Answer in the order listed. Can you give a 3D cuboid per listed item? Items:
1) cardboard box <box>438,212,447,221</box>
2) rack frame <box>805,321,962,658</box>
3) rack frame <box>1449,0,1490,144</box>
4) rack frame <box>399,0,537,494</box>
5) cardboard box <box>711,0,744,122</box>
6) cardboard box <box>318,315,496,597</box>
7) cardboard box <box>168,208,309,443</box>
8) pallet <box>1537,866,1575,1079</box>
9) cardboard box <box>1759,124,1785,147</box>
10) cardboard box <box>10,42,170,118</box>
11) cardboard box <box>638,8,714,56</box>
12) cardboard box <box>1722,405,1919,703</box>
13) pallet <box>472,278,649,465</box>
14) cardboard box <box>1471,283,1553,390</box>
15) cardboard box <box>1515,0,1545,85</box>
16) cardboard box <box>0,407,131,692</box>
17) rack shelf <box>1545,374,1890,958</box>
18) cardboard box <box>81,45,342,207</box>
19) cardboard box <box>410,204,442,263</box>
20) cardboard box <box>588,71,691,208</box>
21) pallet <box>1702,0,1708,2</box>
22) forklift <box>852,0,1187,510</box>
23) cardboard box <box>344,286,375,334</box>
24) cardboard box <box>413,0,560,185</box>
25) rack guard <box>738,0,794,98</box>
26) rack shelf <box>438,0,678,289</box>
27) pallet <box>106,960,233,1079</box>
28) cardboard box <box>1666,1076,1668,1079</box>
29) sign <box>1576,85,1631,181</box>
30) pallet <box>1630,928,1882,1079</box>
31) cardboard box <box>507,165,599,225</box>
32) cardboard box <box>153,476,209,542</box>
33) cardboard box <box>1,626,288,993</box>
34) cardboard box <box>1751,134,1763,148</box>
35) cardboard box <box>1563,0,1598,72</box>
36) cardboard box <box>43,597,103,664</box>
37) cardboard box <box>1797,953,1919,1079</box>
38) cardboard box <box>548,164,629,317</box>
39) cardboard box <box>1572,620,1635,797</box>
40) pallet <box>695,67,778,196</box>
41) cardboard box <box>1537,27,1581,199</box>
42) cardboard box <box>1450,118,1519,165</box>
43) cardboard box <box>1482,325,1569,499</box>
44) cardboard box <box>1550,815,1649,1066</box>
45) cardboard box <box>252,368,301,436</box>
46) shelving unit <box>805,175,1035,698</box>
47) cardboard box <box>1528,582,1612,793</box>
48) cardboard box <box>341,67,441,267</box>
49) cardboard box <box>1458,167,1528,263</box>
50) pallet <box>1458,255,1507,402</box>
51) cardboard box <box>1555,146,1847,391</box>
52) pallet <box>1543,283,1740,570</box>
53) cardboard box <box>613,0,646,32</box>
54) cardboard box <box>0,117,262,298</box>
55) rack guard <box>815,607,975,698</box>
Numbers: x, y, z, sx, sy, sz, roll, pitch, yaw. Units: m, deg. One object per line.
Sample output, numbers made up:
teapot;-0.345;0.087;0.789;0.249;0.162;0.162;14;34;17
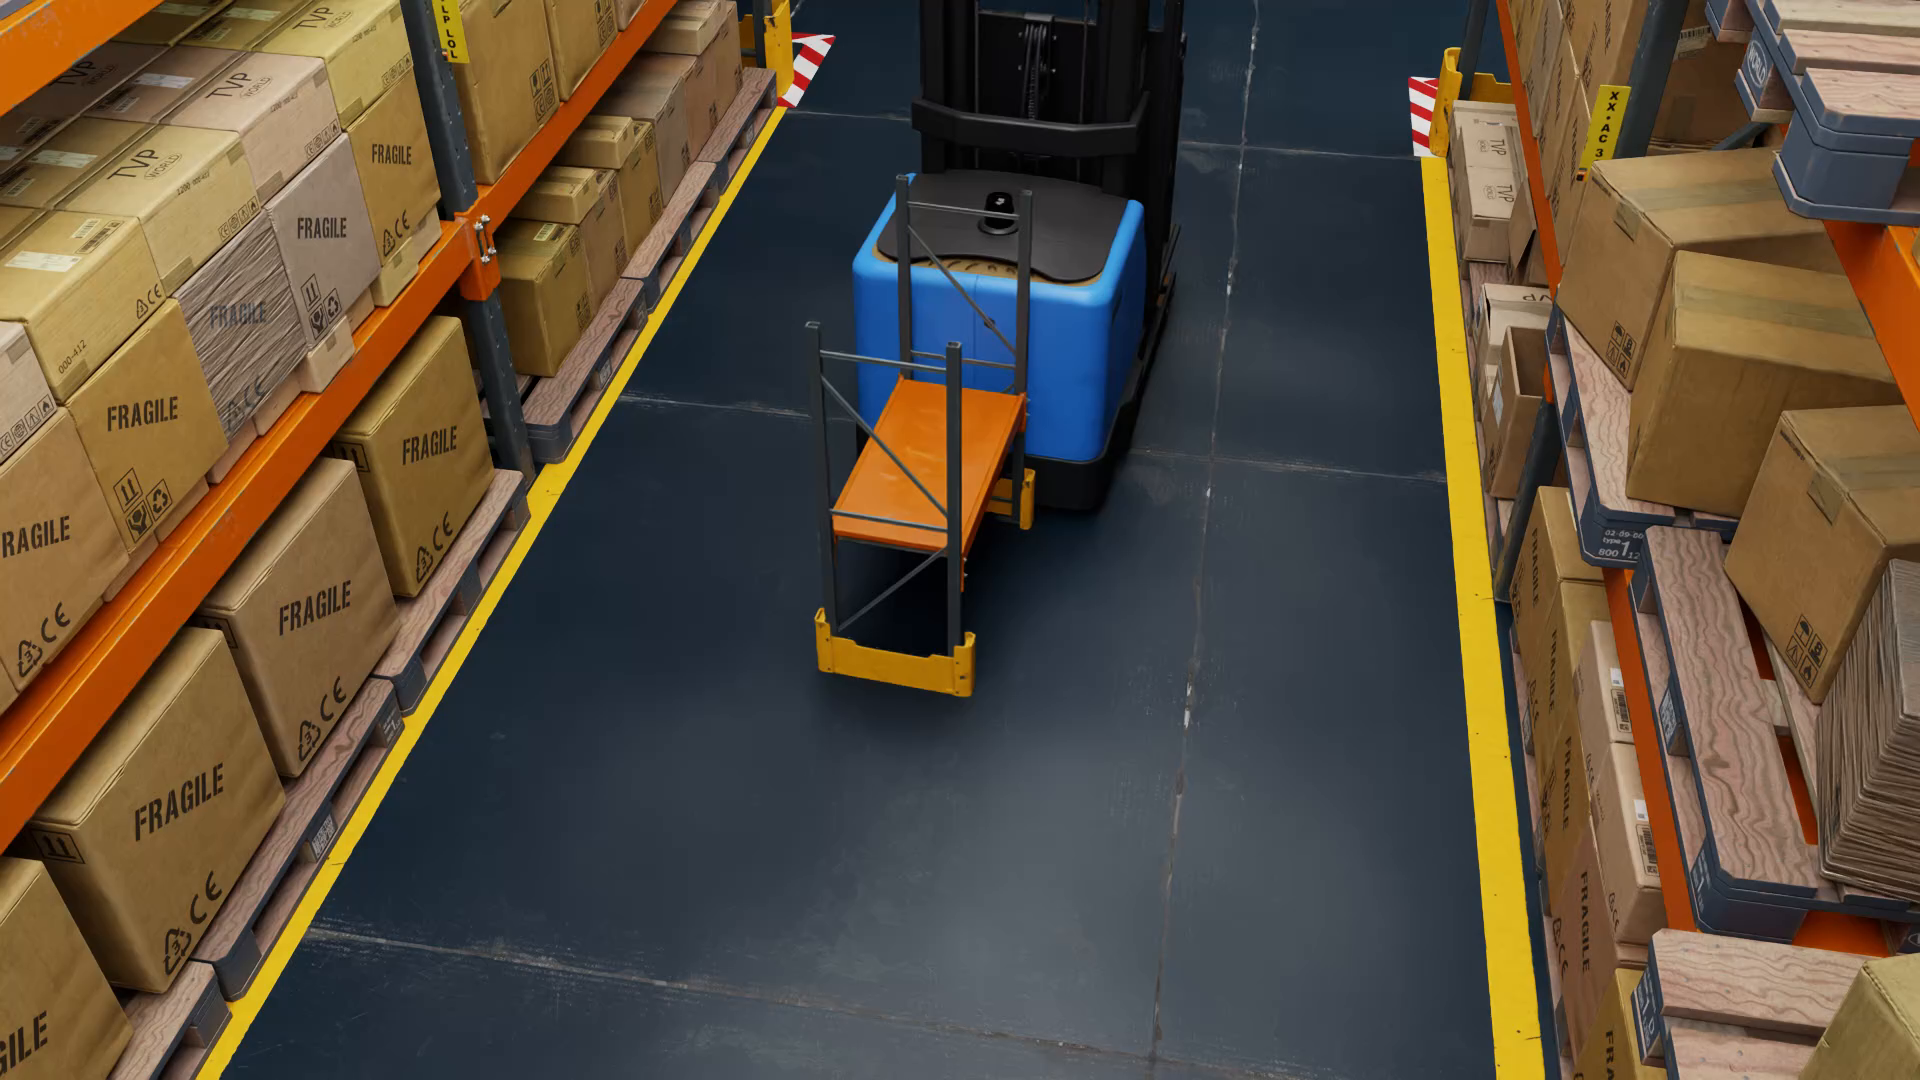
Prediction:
cardboard box;-2.293;-1.277;7.063;0.380;0.149;0.250;6;40;7
rack frame;-0.240;-0.061;5.647;0.500;1.500;0.032;9;40;11
rack frame;3.269;-3.406;8.515;1.000;3.000;0.127;6;40;8
rack frame;-2.303;-1.439;6.137;1.000;3.000;0.127;6;40;8
cardboard box;-1.634;-2.698;9.291;0.700;0.500;0.500;6;40;8
cardboard box;-2.288;-0.350;6.177;0.750;0.750;0.750;7;40;8
cardboard box;-2.309;-0.647;4.851;0.500;0.500;0.500;6;40;8
pallet;2.264;1.462;4.816;1.003;0.211;1.213;6;40;8
cardboard box;2.935;-1.584;5.448;0.500;0.500;0.500;7;40;9
cardboard box;-2.723;-1.300;5.052;0.500;0.250;0.500;7;40;8
cardboard box;-1.520;-2.686;8.768;0.380;0.149;0.250;7;40;9
cardboard box;2.332;0.020;3.964;0.700;0.500;0.500;-3;40;-4
pallet;-2.094;-0.833;7.592;1.003;0.211;1.213;6;40;8
cardboard box;2.525;-0.888;7.235;0.500;0.311;0.500;6;40;8
cardboard box;2.670;-2.242;7.029;0.500;0.500;0.500;7;40;8
cardboard box;-2.472;-0.005;4.075;0.500;0.500;0.500;6;40;7
rack shelf;2.230;0.637;4.190;1.077;0.370;4.000;6;40;8
cardboard box;-2.230;-1.248;4.989;0.500;0.250;0.500;7;40;9
cardboard box;-2.083;-1.107;5.916;0.380;0.149;0.250;7;40;8
cardboard box;-1.806;-2.068;8.529;0.700;0.500;0.500;5;40;6
pallet;2.395;-1.577;4.097;1.213;0.211;1.003;6;40;8
forklift;0.431;-2.197;7.107;1.130;2.935;3.031;9;40;11
cardboard box;-2.192;-0.788;5.531;0.380;0.149;0.250;8;40;9
cardboard box;-2.193;-1.893;6.451;0.980;0.700;0.700;7;40;8
rack guard;-1.607;-3.001;9.988;1.175;0.500;0.348;6;40;8
rack shelf;-1.957;-2.417;7.884;1.077;0.370;4.000;6;40;8
pallet;-2.785;1.659;4.577;1.003;0.211;1.213;6;40;8
cardboard box;1.821;1.471;3.644;0.500;0.250;0.500;8;40;9
sign;2.041;-1.284;5.269;0.100;0.325;0.005;6;40;8
pallet;1.932;1.256;3.027;1.213;0.211;1.003;6;40;8
cardboard box;-1.834;-1.540;7.382;0.380;0.149;0.250;8;40;9
cardboard box;-2.403;-0.149;4.757;0.380;0.149;0.250;8;40;9
cardboard box;-2.581;0.742;4.856;0.750;0.750;0.750;6;40;7
cardboard box;2.933;-1.224;5.797;0.500;0.500;0.500;7;40;9
cardboard box;2.495;-1.987;5.936;0.500;0.500;0.500;6;40;7
cardboard box;-2.515;0.169;4.373;0.380;0.149;0.250;7;40;8
cardboard box;1.882;1.007;2.770;0.700;0.500;0.500;-6;40;-7
cardboard box;-1.983;-1.411;7.734;0.700;0.500;0.500;6;40;7
cardboard box;2.080;0.514;4.802;0.500;0.250;0.500;6;40;8
pallet;-1.672;-2.364;9.444;1.003;0.211;1.213;6;40;8
cardboard box;2.498;-1.599;6.252;0.500;0.500;0.500;7;40;9
cardboard box;2.814;-2.101;8.816;0.380;0.166;0.250;6;40;8
cardboard box;2.396;-0.490;6.605;0.500;0.500;0.500;6;40;8
cardboard box;1.990;1.141;4.632;0.500;0.500;0.500;5;40;6
cardboard box;-2.288;-0.470;5.146;0.380;0.149;0.250;6;40;8
shelving unit;-0.111;-0.380;6.033;0.587;1.500;1.083;9;40;11
cardboard box;2.171;0.511;5.394;0.500;0.500;0.500;7;40;8
cardboard box;-2.135;-1.282;5.620;0.500;0.500;0.500;6;40;7
cardboard box;2.722;-1.578;8.117;0.500;0.250;0.500;6;40;8
pallet;2.905;-1.019;7.817;1.003;0.211;1.213;6;40;8
cardboard box;2.274;-0.823;4.983;0.700;0.500;0.500;-6;40;-7
pallet;2.331;-0.332;4.948;1.003;0.211;1.213;6;40;8
cardboard box;-1.945;-2.809;7.558;0.980;0.700;0.700;5;40;6
cardboard box;-2.318;-0.928;4.602;0.500;0.250;0.500;7;40;9
rack guard;-0.235;0.409;6.060;0.587;0.250;0.087;9;40;11
